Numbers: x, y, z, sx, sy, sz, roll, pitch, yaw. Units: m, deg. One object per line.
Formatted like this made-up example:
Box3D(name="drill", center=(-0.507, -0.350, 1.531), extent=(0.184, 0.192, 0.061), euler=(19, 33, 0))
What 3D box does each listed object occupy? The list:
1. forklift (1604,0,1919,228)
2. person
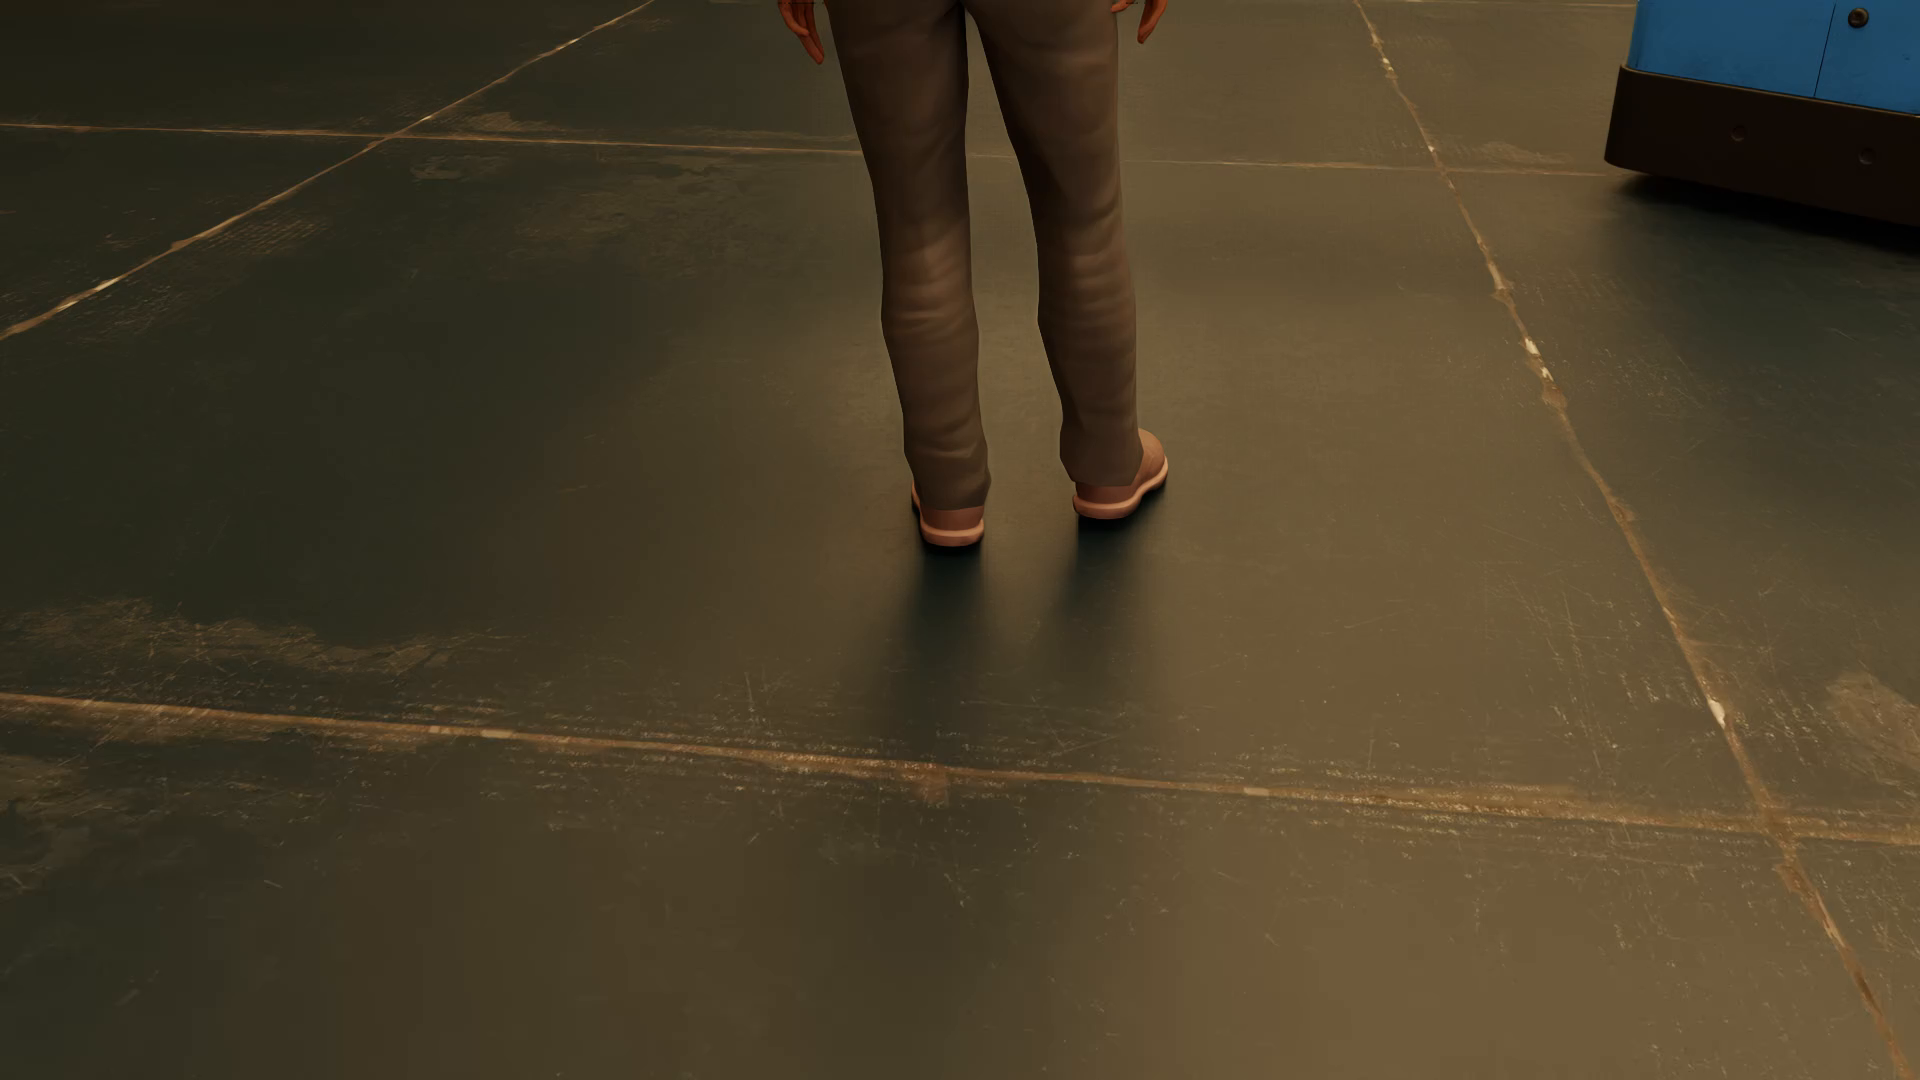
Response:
Box3D(name="forklift", center=(3.116, -2.490, 4.208), extent=(3.031, 2.935, 1.130), euler=(-21, 33, -36))
Box3D(name="person", center=(0.031, -0.779, 2.206), extent=(0.570, 1.644, 0.503), euler=(3, 27, 7))
